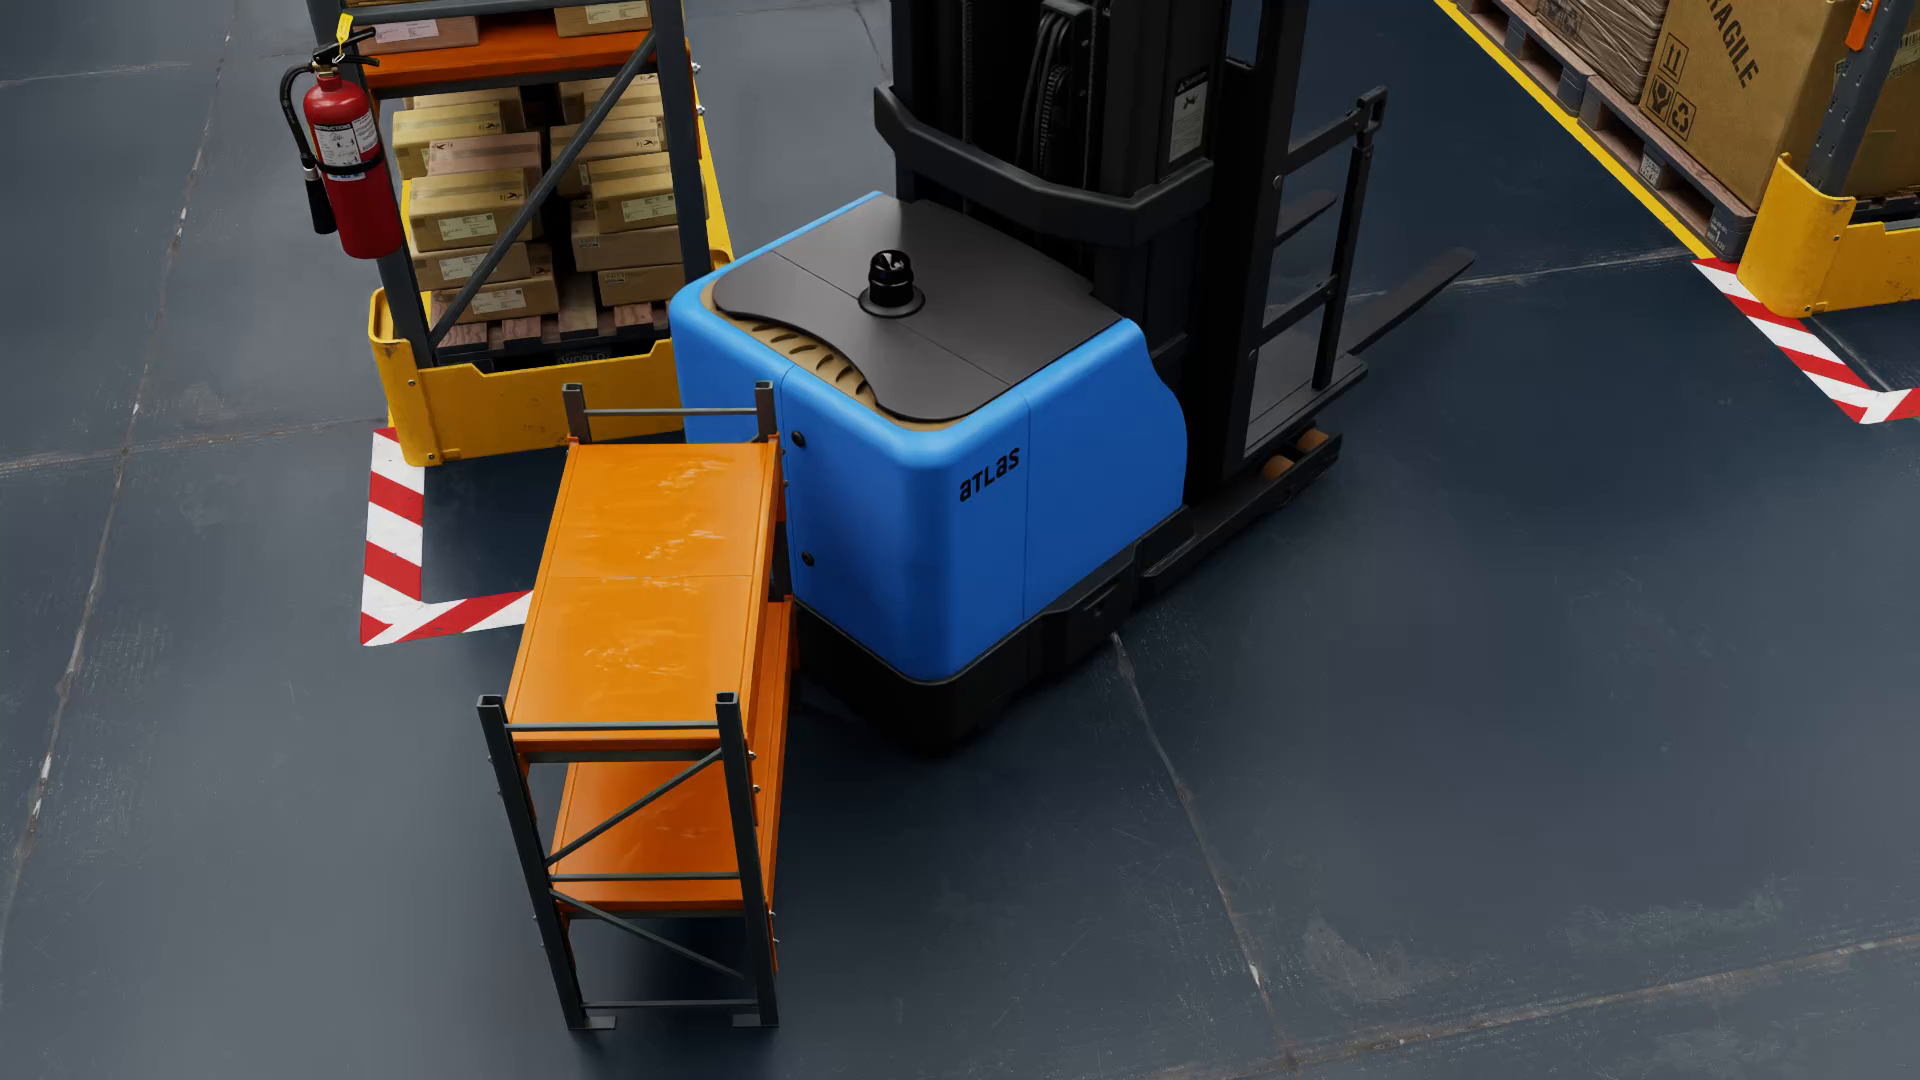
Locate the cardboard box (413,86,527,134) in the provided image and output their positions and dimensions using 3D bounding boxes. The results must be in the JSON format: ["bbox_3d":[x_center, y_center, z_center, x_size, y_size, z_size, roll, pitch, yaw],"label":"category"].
[{"bbox_3d":[-1.828,-1.619,6.197,0.380,0.149,0.250,-10,43,-11],"label":"cardboard box"}]

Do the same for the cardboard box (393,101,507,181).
[{"bbox_3d":[-1.834,-1.442,5.998,0.380,0.149,0.250,-9,42,-10],"label":"cardboard box"}]

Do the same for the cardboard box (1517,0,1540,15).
[{"bbox_3d":[2.966,-3.079,7.743,0.875,0.875,0.875,-8,42,-9],"label":"cardboard box"}]

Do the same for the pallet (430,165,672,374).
[{"bbox_3d":[-1.452,-1.039,6.262,1.003,0.211,1.213,-8,42,-9],"label":"pallet"}]

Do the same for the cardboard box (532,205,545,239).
[{"bbox_3d":[-1.691,-1.181,5.929,0.380,0.149,0.250,-9,42,-10],"label":"cardboard box"}]

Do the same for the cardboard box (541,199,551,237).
[{"bbox_3d":[-1.739,-1.239,6.217,0.380,0.149,0.250,-9,42,-9],"label":"cardboard box"}]

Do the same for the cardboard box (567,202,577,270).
[{"bbox_3d":[-1.231,-1.135,6.101,0.380,0.149,0.250,-9,42,-9],"label":"cardboard box"}]

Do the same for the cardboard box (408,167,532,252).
[{"bbox_3d":[-1.656,-1.121,5.637,0.380,0.149,0.250,-8,42,-9],"label":"cardboard box"}]

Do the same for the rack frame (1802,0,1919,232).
[{"bbox_3d":[3.570,-2.146,5.408,1.000,3.000,0.127,-8,42,-9],"label":"rack frame"}]

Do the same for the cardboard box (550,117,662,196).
[{"bbox_3d":[-1.253,-1.364,5.910,0.380,0.149,0.250,-8,42,-9],"label":"cardboard box"}]

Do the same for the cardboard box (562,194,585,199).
[{"bbox_3d":[-1.300,-1.411,6.187,0.380,0.149,0.250,-8,42,-9],"label":"cardboard box"}]

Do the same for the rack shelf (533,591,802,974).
[{"bbox_3d":[-0.689,0.573,4.125,0.538,0.278,1.000,-1,42,-1],"label":"rack shelf"}]

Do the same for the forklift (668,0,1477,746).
[{"bbox_3d":[0.603,-1.417,4.638,1.130,2.935,3.031,33,51,31],"label":"forklift"}]

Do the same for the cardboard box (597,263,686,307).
[{"bbox_3d":[-1.095,-0.977,5.923,0.380,0.149,0.250,-8,42,-8],"label":"cardboard box"}]

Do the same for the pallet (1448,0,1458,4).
[{"bbox_3d":[2.795,-3.192,8.687,1.003,0.211,1.213,-8,42,-9],"label":"pallet"}]

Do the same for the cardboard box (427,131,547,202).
[{"bbox_3d":[-1.654,-1.292,5.829,0.380,0.149,0.250,-8,42,-8],"label":"cardboard box"}]

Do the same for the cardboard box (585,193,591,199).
[{"bbox_3d":[-1.161,-1.265,6.023,0.380,0.149,0.250,-9,42,-9],"label":"cardboard box"}]

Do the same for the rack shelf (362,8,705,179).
[{"bbox_3d":[-1.726,-2.528,6.381,1.077,0.370,4.000,-8,42,-9],"label":"rack shelf"}]

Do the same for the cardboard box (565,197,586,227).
[{"bbox_3d":[-1.292,-1.295,6.281,0.380,0.149,0.250,-8,42,-9],"label":"cardboard box"}]

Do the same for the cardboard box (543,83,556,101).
[{"bbox_3d":[-1.498,-1.921,6.762,0.380,0.149,0.250,-6,42,-7],"label":"cardboard box"}]

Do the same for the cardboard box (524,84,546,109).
[{"bbox_3d":[-1.942,-1.908,6.971,0.380,0.149,0.250,-7,42,-8],"label":"cardboard box"}]

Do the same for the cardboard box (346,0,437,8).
[{"bbox_3d":[-1.643,-1.904,4.836,0.500,0.500,0.500,-8,42,-8],"label":"cardboard box"}]

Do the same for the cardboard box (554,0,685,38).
[{"bbox_3d":[-1.044,-1.664,5.054,0.380,0.149,0.250,-9,42,-10],"label":"cardboard box"}]

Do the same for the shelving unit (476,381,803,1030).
[{"bbox_3d":[-0.689,0.390,3.963,0.538,1.125,1.048,-1,42,-1],"label":"shelving unit"}]

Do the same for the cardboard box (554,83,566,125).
[{"bbox_3d":[-1.400,-1.751,6.570,0.380,0.149,0.250,-10,43,-11],"label":"cardboard box"}]

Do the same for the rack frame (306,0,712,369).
[{"bbox_3d":[-1.294,-1.501,4.681,1.000,3.000,0.127,-8,42,-9],"label":"rack frame"}]

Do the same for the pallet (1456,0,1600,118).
[{"bbox_3d":[3.062,-2.400,7.794,1.003,0.211,1.213,-8,42,-9],"label":"pallet"}]

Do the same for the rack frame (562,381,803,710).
[{"bbox_3d":[-0.698,0.053,4.343,0.500,1.125,0.032,-1,42,-1],"label":"rack frame"}]

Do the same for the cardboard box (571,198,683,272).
[{"bbox_3d":[-1.157,-1.079,5.814,0.380,0.149,0.250,-7,42,-7],"label":"cardboard box"}]

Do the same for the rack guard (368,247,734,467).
[{"bbox_3d":[-1.311,-0.615,5.567,1.175,0.500,0.348,-8,42,-9],"label":"rack guard"}]

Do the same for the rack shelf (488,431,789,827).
[{"bbox_3d":[-0.689,0.171,3.769,0.538,0.278,1.000,-1,42,-1],"label":"rack shelf"}]

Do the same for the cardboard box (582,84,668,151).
[{"bbox_3d":[-1.182,-1.546,6.115,0.380,0.149,0.250,-8,42,-9],"label":"cardboard box"}]

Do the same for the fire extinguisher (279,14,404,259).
[{"bbox_3d":[-1.691,-1.103,4.572,0.296,0.674,0.183,-8,42,-9],"label":"fire extinguisher"}]

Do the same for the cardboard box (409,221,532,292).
[{"bbox_3d":[-1.687,-1.004,5.729,0.380,0.149,0.250,-9,42,-10],"label":"cardboard box"}]

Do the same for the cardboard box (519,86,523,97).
[{"bbox_3d":[-1.962,-1.844,6.674,0.380,0.149,0.250,-6,42,-7],"label":"cardboard box"}]

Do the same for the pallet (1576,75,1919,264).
[{"bbox_3d":[3.321,-1.610,6.905,1.003,0.211,1.213,-8,42,-9],"label":"pallet"}]

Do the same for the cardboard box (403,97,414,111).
[{"bbox_3d":[-1.941,-1.785,6.384,0.380,0.149,0.250,-7,42,-8],"label":"cardboard box"}]

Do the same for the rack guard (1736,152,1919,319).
[{"bbox_3d":[3.576,-1.196,6.220,1.175,0.500,0.348,-8,42,-9],"label":"rack guard"}]

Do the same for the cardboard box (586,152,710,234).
[{"bbox_3d":[-1.076,-1.203,5.728,0.380,0.149,0.250,-10,43,-11],"label":"cardboard box"}]

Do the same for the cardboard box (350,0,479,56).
[{"bbox_3d":[-1.641,-1.578,4.957,0.380,0.149,0.250,-8,42,-9],"label":"cardboard box"}]

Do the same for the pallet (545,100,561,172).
[{"bbox_3d":[-1.712,-1.828,7.151,1.003,0.211,1.213,-8,42,-9],"label":"pallet"}]

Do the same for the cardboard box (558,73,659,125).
[{"bbox_3d":[-1.316,-1.695,6.283,0.380,0.149,0.250,-10,43,-11],"label":"cardboard box"}]

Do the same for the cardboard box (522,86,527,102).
[{"bbox_3d":[-1.961,-1.734,6.775,0.380,0.149,0.250,-8,42,-8],"label":"cardboard box"}]

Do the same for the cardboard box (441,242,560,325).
[{"bbox_3d":[-1.612,-0.903,5.839,0.380,0.149,0.250,-8,42,-9],"label":"cardboard box"}]

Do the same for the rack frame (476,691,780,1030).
[{"bbox_3d":[-0.680,0.728,3.583,0.500,1.125,0.032,-1,42,-1],"label":"rack frame"}]

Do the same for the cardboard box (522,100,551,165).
[{"bbox_3d":[-1.758,-1.530,6.321,0.380,0.149,0.250,-9,42,-10],"label":"cardboard box"}]

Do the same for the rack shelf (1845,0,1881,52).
[{"bbox_3d":[3.139,-3.174,7.107,1.077,0.370,4.000,-8,42,-9],"label":"rack shelf"}]

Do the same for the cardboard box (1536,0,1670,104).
[{"bbox_3d":[3.158,-2.502,7.093,0.875,0.875,0.875,-8,42,-9],"label":"cardboard box"}]

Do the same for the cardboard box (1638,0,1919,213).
[{"bbox_3d":[3.354,-1.912,6.429,0.875,0.875,0.875,-8,42,-9],"label":"cardboard box"}]
